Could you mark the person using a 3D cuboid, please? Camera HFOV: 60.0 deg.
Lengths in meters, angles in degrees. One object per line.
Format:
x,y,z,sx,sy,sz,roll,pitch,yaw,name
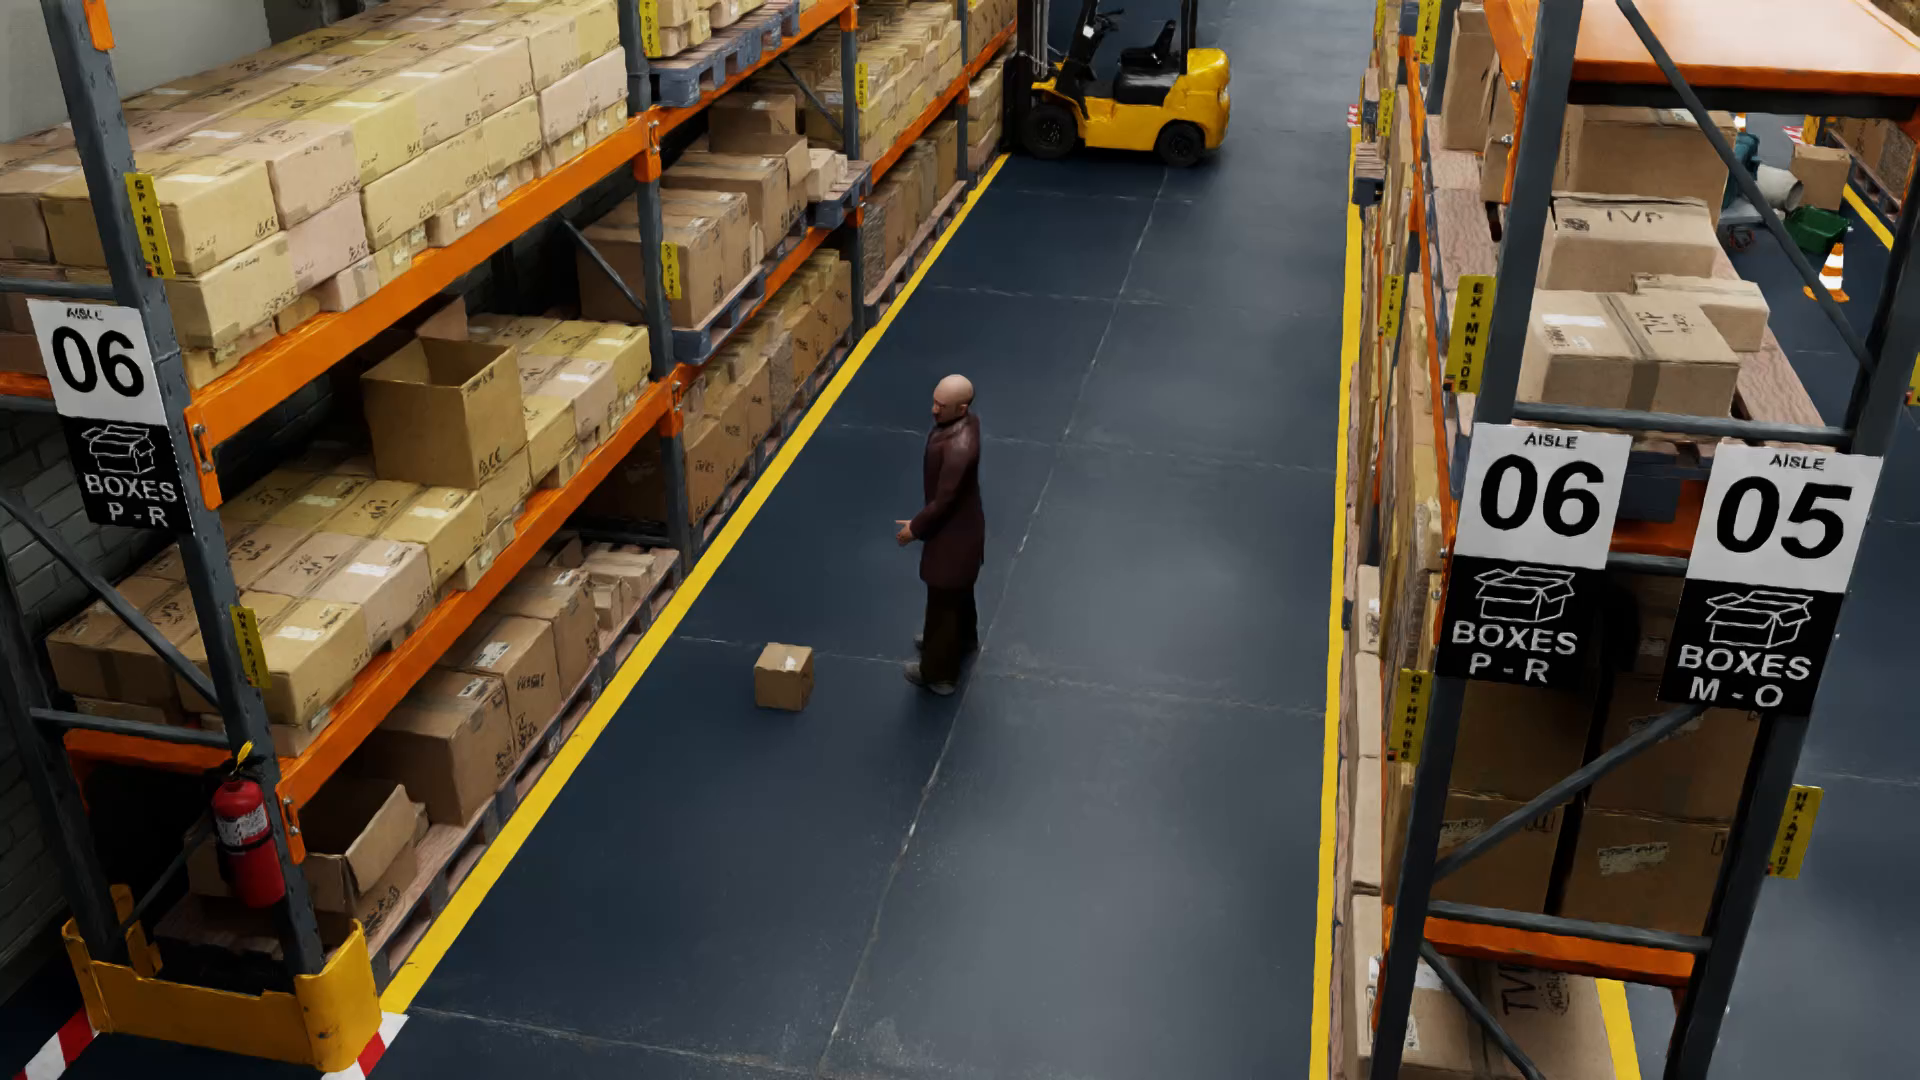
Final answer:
-0.101,-0.062,8.748,0.466,1.778,0.641,1,28,2,person
